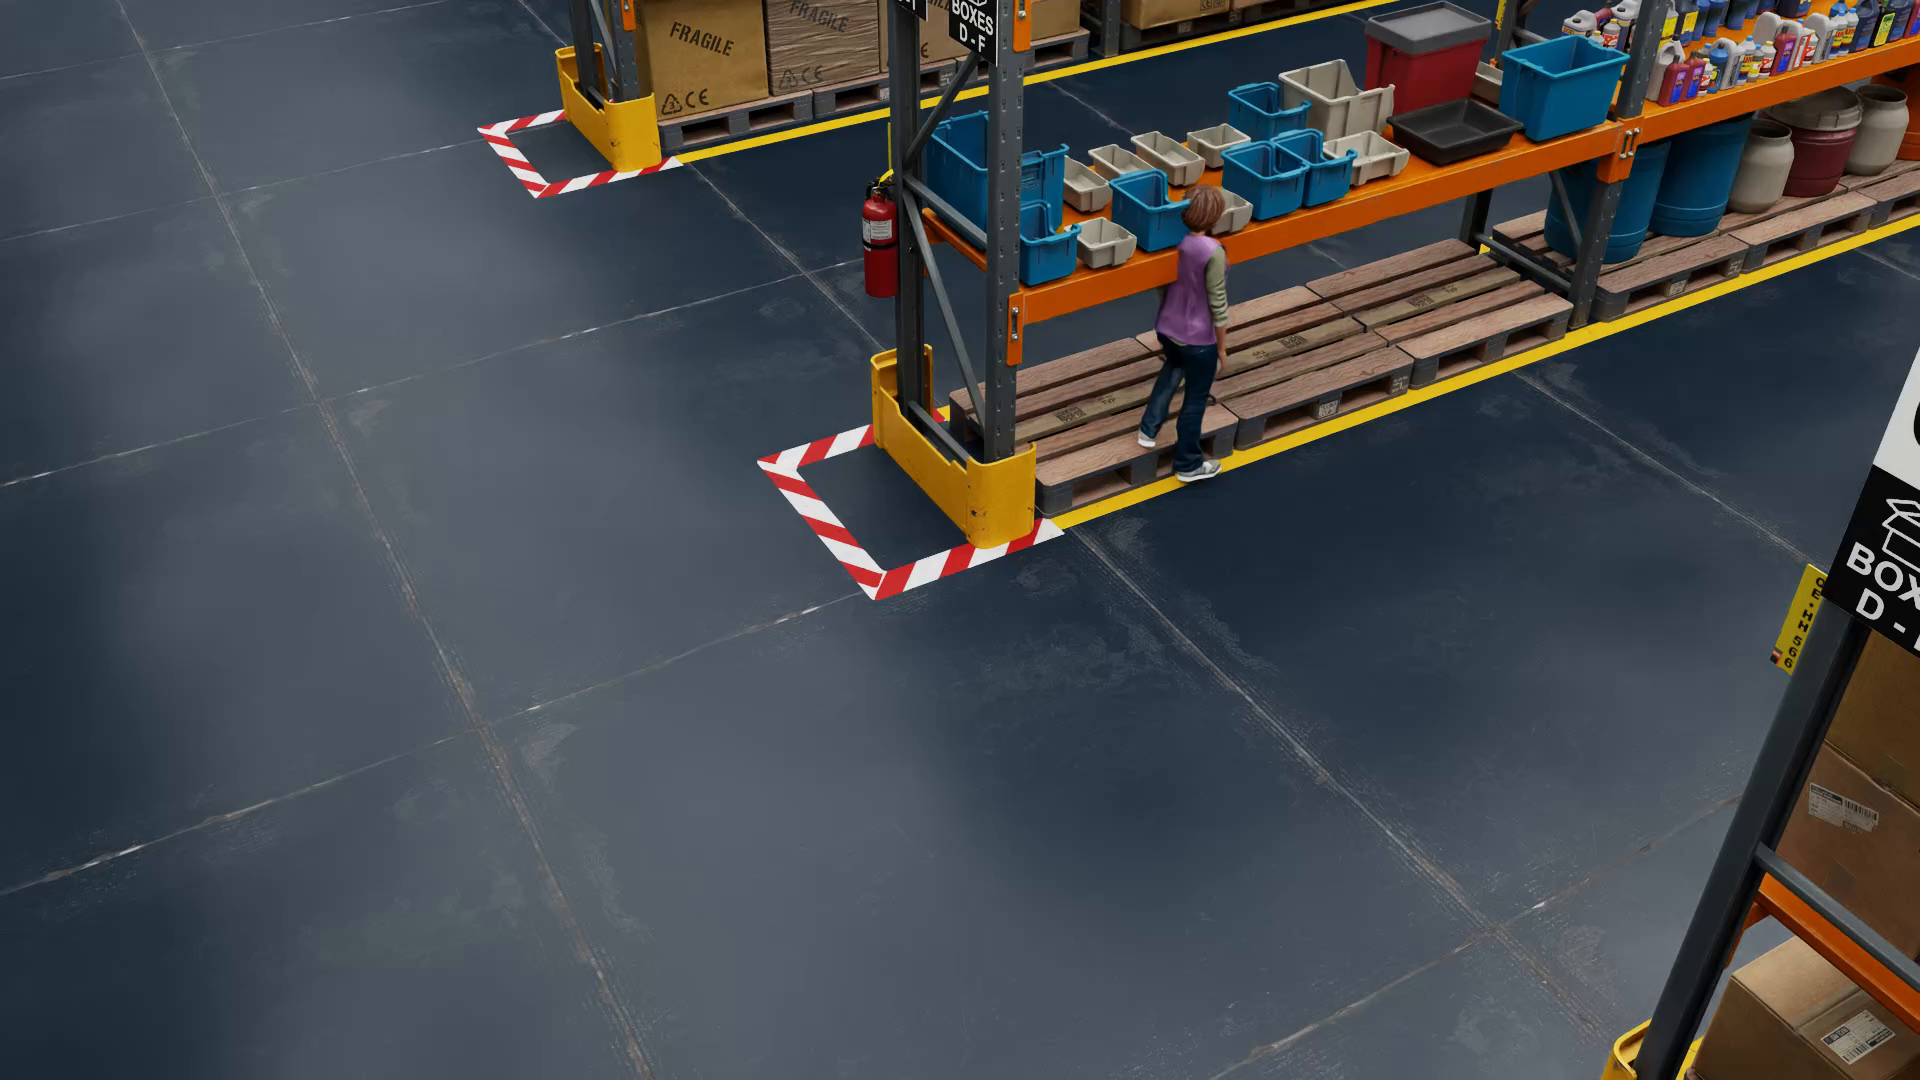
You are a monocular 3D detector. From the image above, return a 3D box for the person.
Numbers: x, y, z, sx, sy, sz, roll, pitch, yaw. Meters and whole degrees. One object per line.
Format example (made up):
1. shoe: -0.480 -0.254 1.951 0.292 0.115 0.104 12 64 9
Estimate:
1. person: 1.119 -1.004 8.228 0.433 1.601 0.483 -29 46 -33
